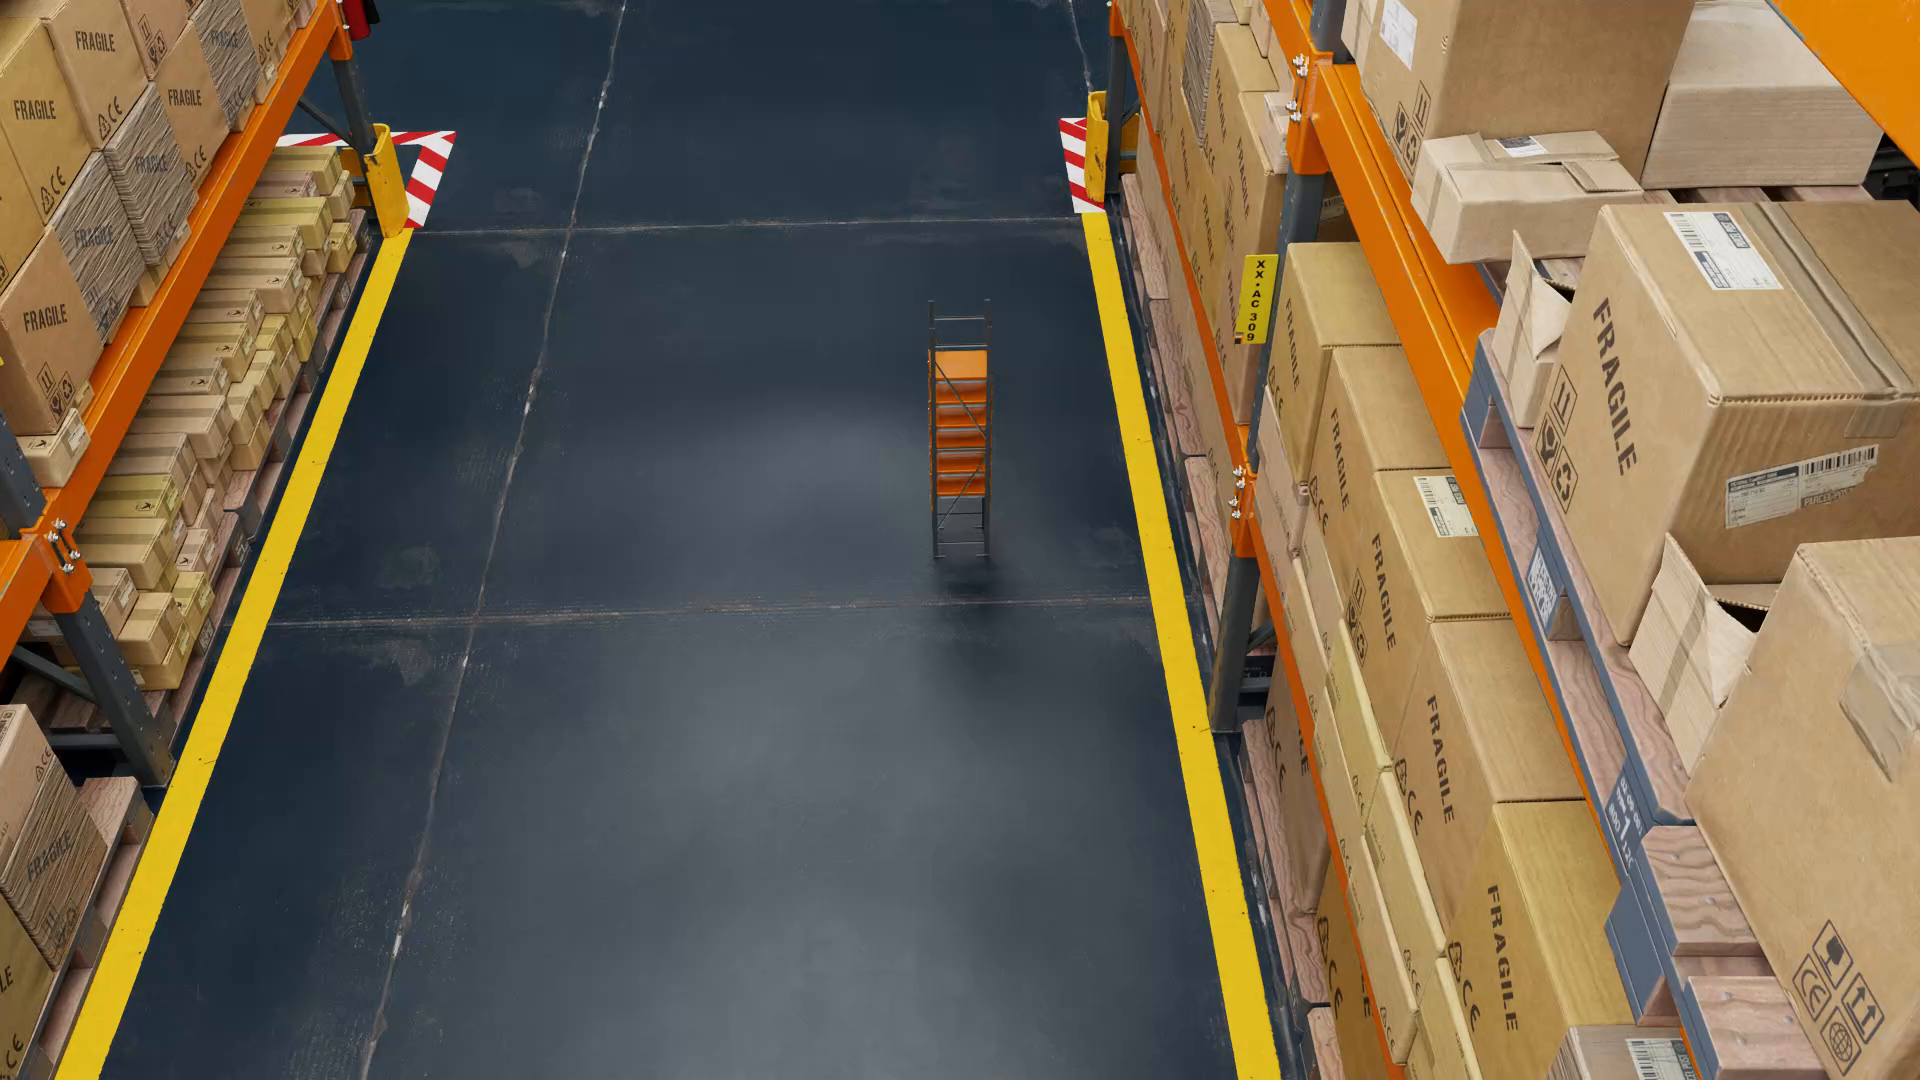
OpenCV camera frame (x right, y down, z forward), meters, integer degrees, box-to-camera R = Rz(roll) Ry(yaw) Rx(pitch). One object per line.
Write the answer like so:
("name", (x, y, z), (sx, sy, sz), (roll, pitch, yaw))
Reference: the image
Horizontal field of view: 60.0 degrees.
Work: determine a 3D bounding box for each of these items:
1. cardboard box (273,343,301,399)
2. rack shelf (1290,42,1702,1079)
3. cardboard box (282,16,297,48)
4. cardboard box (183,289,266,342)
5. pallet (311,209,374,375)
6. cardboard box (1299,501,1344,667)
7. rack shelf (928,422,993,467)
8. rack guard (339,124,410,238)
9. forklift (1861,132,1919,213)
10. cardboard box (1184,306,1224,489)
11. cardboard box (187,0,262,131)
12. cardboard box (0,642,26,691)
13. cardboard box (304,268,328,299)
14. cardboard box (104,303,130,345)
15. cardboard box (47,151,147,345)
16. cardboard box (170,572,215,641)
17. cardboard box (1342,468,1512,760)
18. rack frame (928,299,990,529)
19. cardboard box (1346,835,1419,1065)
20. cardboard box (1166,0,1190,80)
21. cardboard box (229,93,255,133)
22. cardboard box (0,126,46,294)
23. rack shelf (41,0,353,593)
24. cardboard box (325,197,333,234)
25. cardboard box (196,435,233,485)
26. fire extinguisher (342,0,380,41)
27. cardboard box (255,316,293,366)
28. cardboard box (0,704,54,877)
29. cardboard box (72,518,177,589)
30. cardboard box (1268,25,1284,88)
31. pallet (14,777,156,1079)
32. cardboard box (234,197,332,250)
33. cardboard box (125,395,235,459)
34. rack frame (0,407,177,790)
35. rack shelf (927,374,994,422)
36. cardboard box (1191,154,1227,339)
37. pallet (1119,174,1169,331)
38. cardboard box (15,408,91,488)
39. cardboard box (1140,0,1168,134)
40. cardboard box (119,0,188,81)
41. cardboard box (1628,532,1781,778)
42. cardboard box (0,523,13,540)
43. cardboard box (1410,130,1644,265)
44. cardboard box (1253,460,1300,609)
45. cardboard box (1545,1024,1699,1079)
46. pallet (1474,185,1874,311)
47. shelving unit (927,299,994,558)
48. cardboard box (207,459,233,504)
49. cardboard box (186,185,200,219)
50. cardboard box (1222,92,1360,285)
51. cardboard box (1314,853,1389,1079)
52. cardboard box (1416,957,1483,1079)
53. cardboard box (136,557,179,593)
("cardboard box", (-3.286, -0.781, 7.681), (0.380, 0.149, 0.250), (-1, 43, -1))
("rack shelf", (1.553, 0.100, 3.234), (1.077, 0.370, 4.000), (-2, 43, -2))
("cardboard box", (-3.374, -2.426, 7.863), (0.380, 0.149, 0.250), (-2, 43, -2))
("cardboard box", (-3.361, -0.993, 7.472), (0.380, 0.149, 0.250), (-3, 43, -3))
("pallet", (-3.641, -1.271, 8.480), (1.003, 0.211, 1.213), (-2, 43, -2))
("cardboard box", (1.255, 0.118, 4.643), (0.500, 0.250, 0.500), (-1, 43, -1))
("rack shelf", (0.001, -0.400, 6.864), (0.258, 0.103, 0.180), (-2, 43, -2))
("rack guard", (-3.640, -1.927, 8.982), (1.175, 0.500, 0.348), (-2, 43, -2))
("forklift", (3.492, -1.195, 6.384), (1.130, 2.935, 3.031), (-8, 43, -9))
("cardboard box", (1.510, -0.651, 7.326), (0.875, 0.438, 0.875), (-3, 43, -3))
("cardboard box", (-3.319, -2.060, 6.984), (0.500, 0.500, 0.500), (-2, 43, -2))
("cardboard box", (-3.830, 0.442, 6.347), (0.380, 0.149, 0.250), (-1, 43, -1))
("cardboard box", (-3.375, -1.303, 8.250), (0.380, 0.149, 0.250), (-2, 43, -2))
("cardboard box", (-3.313, -0.842, 6.134), (0.380, 0.149, 0.250), (-3, 43, -4))
("cardboard box", (-3.270, -1.021, 5.850), (0.500, 0.500, 0.500), (-2, 43, -2))
("cardboard box", (-3.179, 0.262, 6.543), (0.380, 0.149, 0.250), (0, 43, -1))
("cardboard box", (1.268, 0.172, 4.029), (0.500, 0.500, 0.500), (-3, 43, -3))
("rack frame", (-0.003, -0.494, 6.901), (0.240, 1.200, 0.006), (-2, 43, -2))
("cardboard box", (1.265, 0.984, 4.068), (0.500, 0.250, 0.500), (-2, 43, -2))
("cardboard box", (1.115, -2.151, 6.562), (0.500, 0.500, 0.500), (-1, 43, -2))
("cardboard box", (-3.332, -1.907, 7.296), (0.380, 0.149, 0.250), (-3, 43, -4))
("cardboard box", (-3.249, -1.026, 5.115), (0.500, 0.500, 0.500), (-1, 43, -1))
("rack shelf", (-3.558, -1.284, 6.964), (1.077, 0.370, 4.000), (-2, 43, -2))
("cardboard box", (-3.378, -1.587, 8.341), (0.380, 0.149, 0.250), (-3, 43, -3))
("cardboard box", (-3.312, -0.367, 7.010), (0.380, 0.149, 0.250), (0, 43, 0))
("fire extinguisher", (-3.192, -2.917, 8.546), (0.296, 0.674, 0.183), (-2, 43, -2))
("cardboard box", (-3.284, -0.892, 7.582), (0.380, 0.149, 0.250), (0, 43, 0))
("cardboard box", (-3.189, 0.786, 5.156), (0.500, 0.250, 0.500), (-3, 43, -3))
("cardboard box", (-3.233, 0.051, 6.333), (0.380, 0.149, 0.250), (0, 43, 0))
("cardboard box", (1.234, -1.603, 5.485), (0.380, 0.149, 0.250), (-2, 43, -2))
("pallet", (-3.438, 1.354, 5.616), (1.003, 0.211, 1.213), (-2, 43, -2))
("cardboard box", (-3.276, -1.530, 8.058), (0.380, 0.149, 0.250), (-3, 43, -3))
("cardboard box", (-3.256, -0.468, 6.899), (0.380, 0.149, 0.250), (-1, 43, -1))
("rack frame", (-3.473, -0.199, 5.248), (1.000, 3.000, 0.127), (-2, 43, -2))
("rack shelf", (0.001, -0.577, 6.702), (0.258, 0.103, 0.180), (-2, 43, -2))
("cardboard box", (1.166, -1.099, 6.156), (0.500, 0.500, 0.500), (-3, 43, -3))
("pallet", (1.411, -1.544, 8.779), (1.003, 0.211, 1.213), (-2, 43, -2))
("cardboard box", (-3.158, -0.307, 5.551), (0.380, 0.149, 0.250), (0, 43, 0))
("cardboard box", (1.085, -2.130, 7.280), (0.500, 0.500, 0.500), (-2, 43, -2))
("cardboard box", (-3.297, -2.063, 6.247), (0.500, 0.500, 0.500), (-3, 43, -3))
("cardboard box", (1.230, 0.160, 2.424), (0.396, 0.266, 0.258), (-3, 43, -3))
("cardboard box", (-3.799, 0.073, 6.309), (0.380, 0.149, 0.250), (-1, 43, -1))
("cardboard box", (1.172, -0.720, 3.458), (0.380, 0.166, 0.250), (-4, 43, -5))
("cardboard box", (1.223, -0.050, 5.195), (0.500, 0.250, 0.500), (-3, 43, -3))
("cardboard box", (1.325, 1.198, 2.910), (0.500, 0.500, 0.500), (-1, 43, -1))
("pallet", (1.556, -0.827, 3.854), (0.805, 0.209, 1.217), (-3, 43, -4))
("shelving unit", (0.001, -0.433, 6.834), (0.258, 1.200, 0.189), (-2, 43, -2))
("cardboard box", (-3.348, -0.255, 7.107), (0.380, 0.149, 0.250), (-3, 43, -4))
("cardboard box", (-3.320, -1.375, 6.716), (0.380, 0.149, 0.250), (0, 43, 0))
("cardboard box", (1.172, -1.126, 5.444), (0.500, 0.500, 0.500), (-2, 43, -2))
("cardboard box", (1.621, 1.245, 4.934), (0.875, 0.875, 0.875), (-1, 43, -1))
("cardboard box", (1.296, 1.151, 3.515), (0.500, 0.250, 0.500), (-3, 43, -3))
("cardboard box", (-3.269, 0.165, 6.429), (0.380, 0.149, 0.250), (-1, 43, -1))
